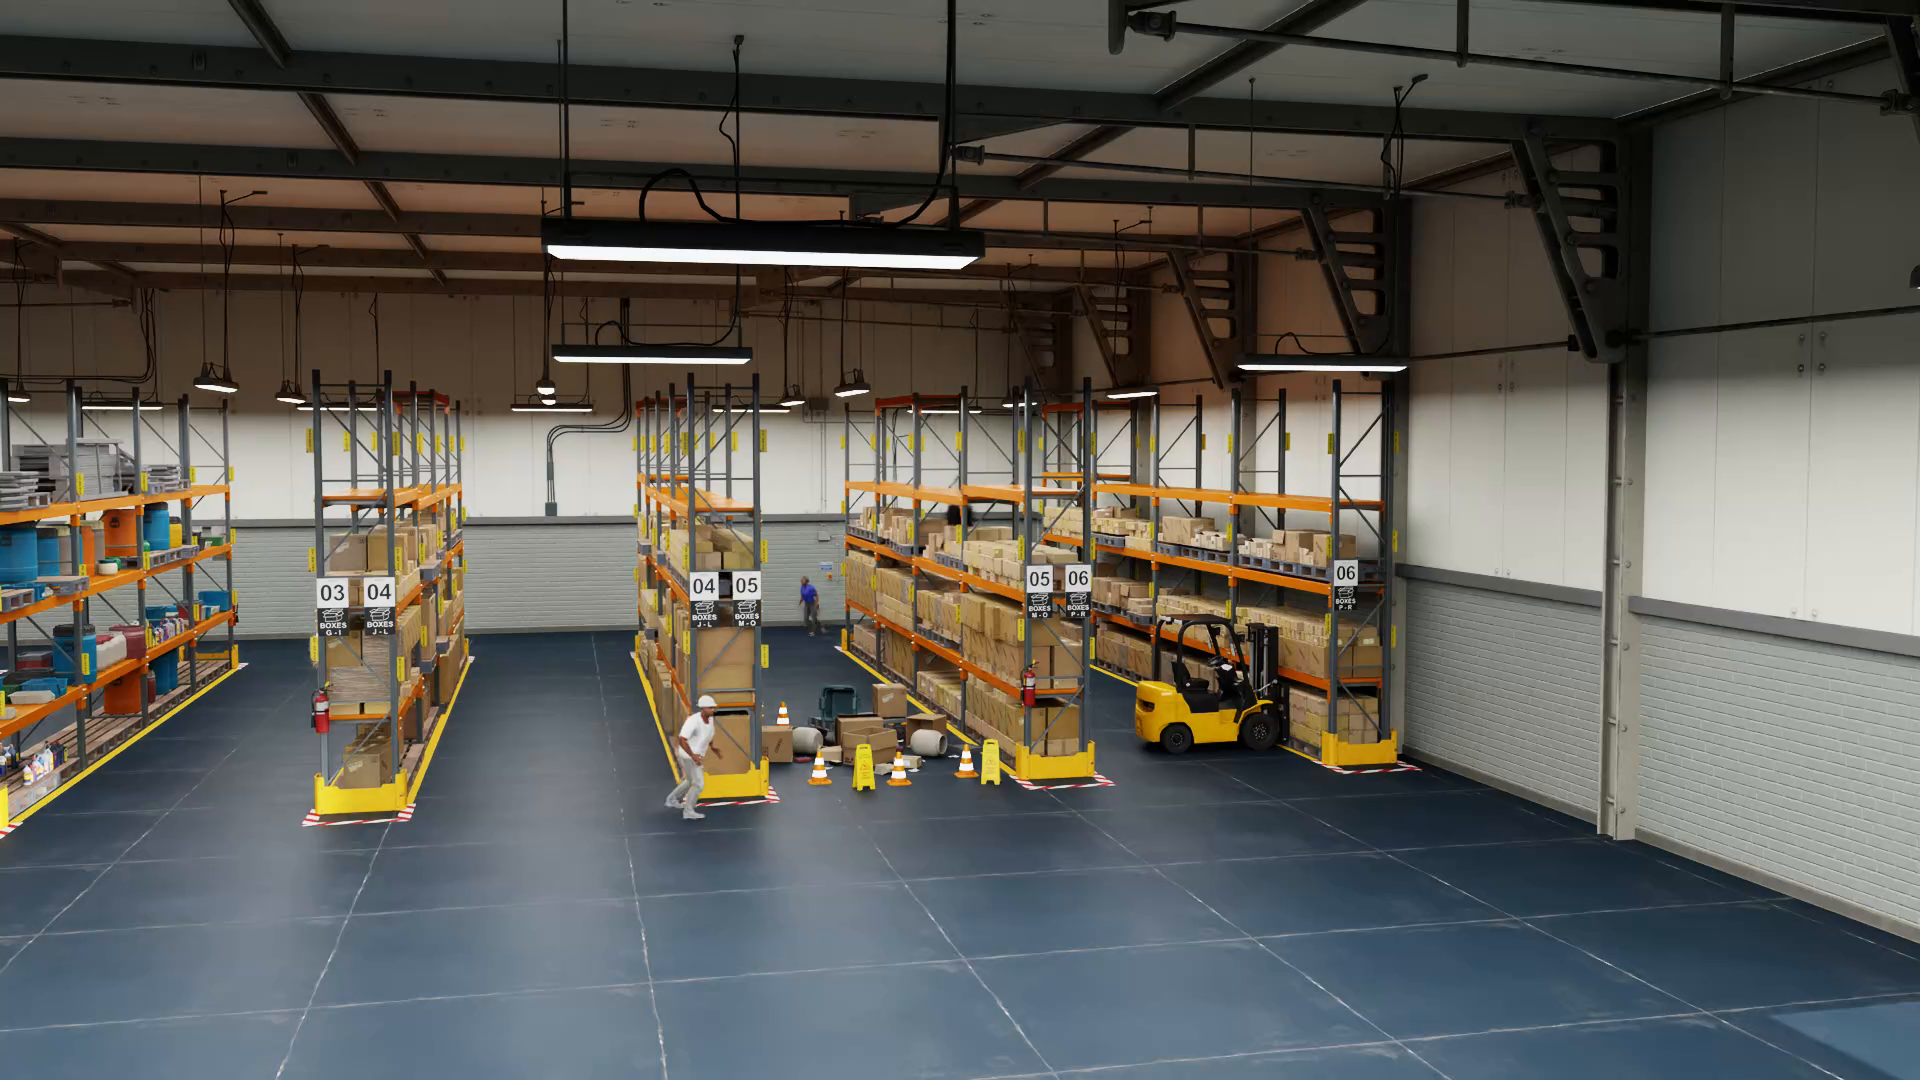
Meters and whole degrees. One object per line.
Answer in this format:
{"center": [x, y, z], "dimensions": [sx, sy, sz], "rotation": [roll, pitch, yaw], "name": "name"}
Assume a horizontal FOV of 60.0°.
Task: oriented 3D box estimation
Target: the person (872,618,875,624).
{"center": [-1.976, 1.697, 42.836], "dimensions": [0.848, 1.643, 0.621], "rotation": [-1, 4, -21], "name": "person"}

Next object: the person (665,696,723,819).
{"center": [-3.598, 2.888, 22.180], "dimensions": [0.865, 1.673, 0.676], "rotation": [1, 3, 15], "name": "person"}

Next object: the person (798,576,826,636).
{"center": [-3.884, 1.719, 43.480], "dimensions": [0.554, 1.585, 0.722], "rotation": [2, 4, 35], "name": "person"}

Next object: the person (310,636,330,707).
{"center": [-11.881, 2.348, 31.310], "dimensions": [0.674, 1.731, 0.622], "rotation": [-2, 4, -26], "name": "person"}
